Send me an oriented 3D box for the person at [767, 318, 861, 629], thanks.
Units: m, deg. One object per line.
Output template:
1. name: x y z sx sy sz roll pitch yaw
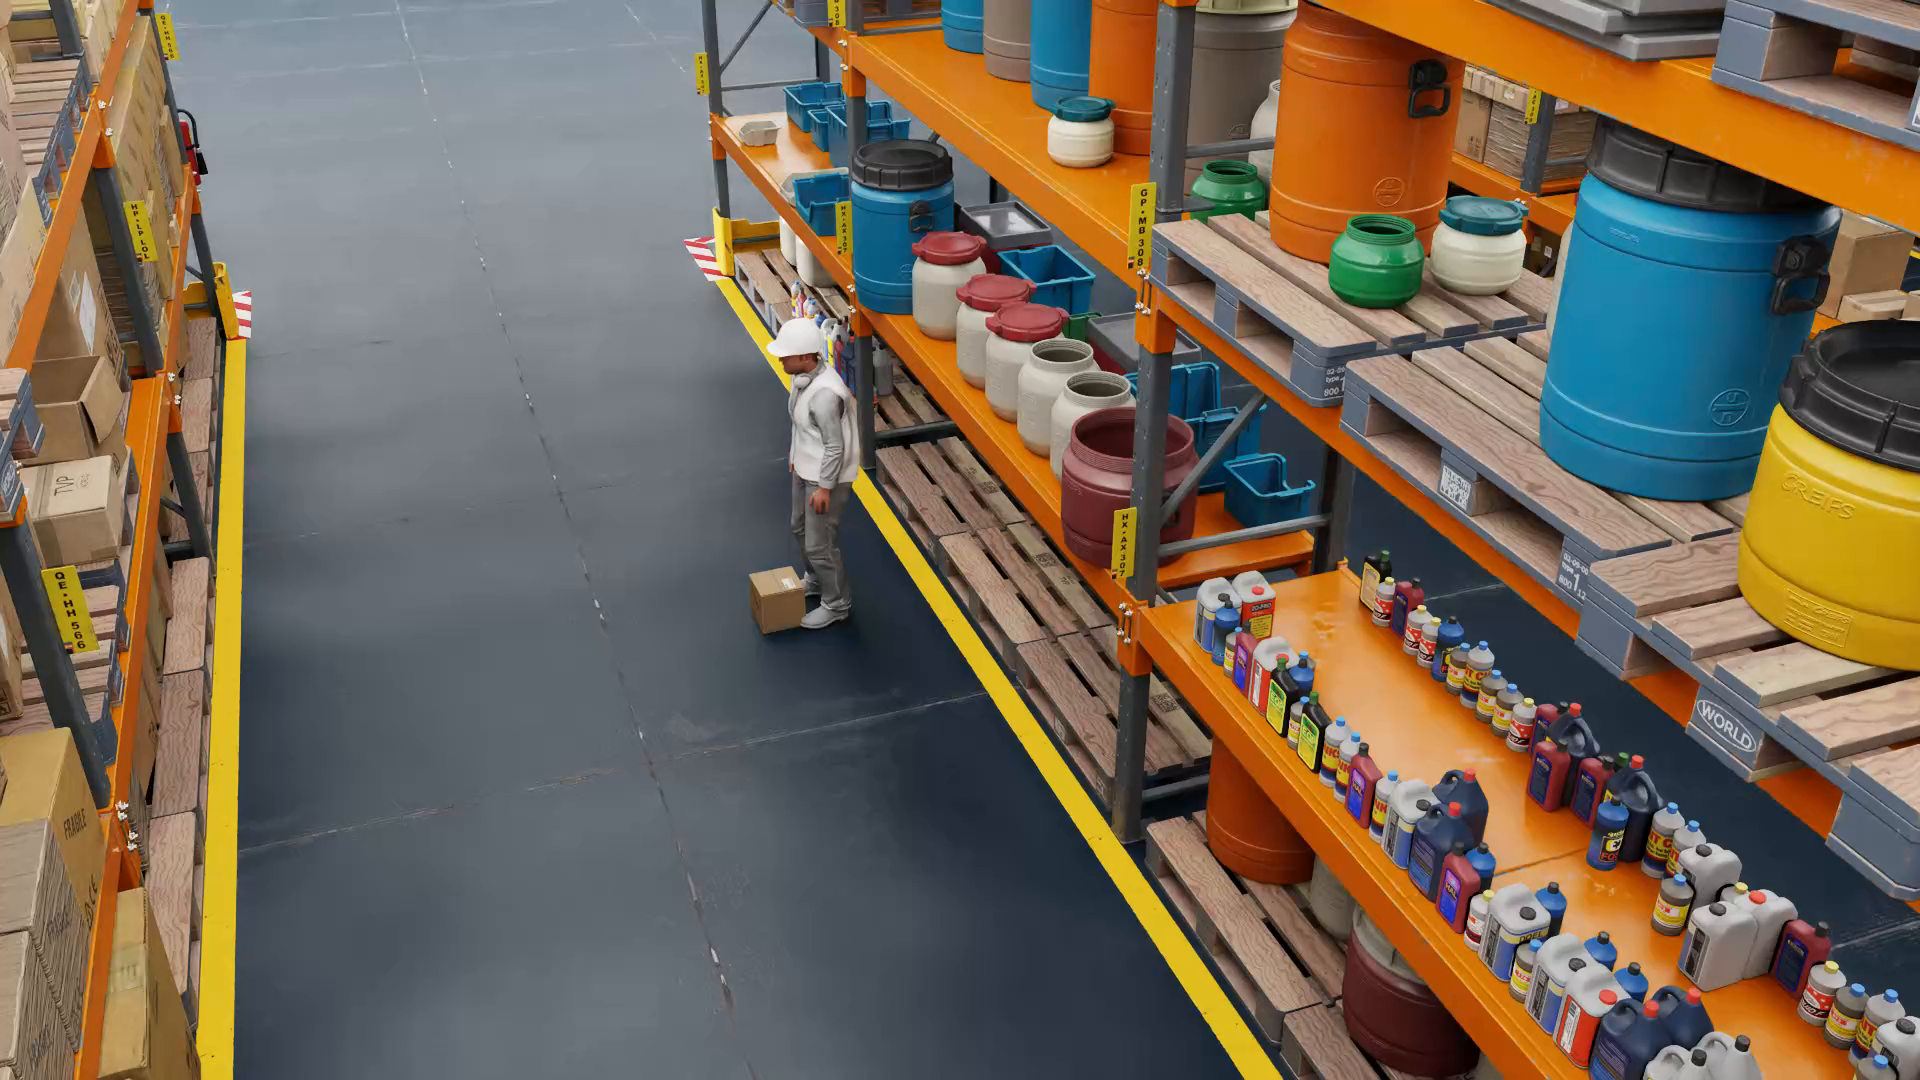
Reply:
1. person: -0.777 -0.379 8.985 0.461 1.771 0.580 -10 31 -17
